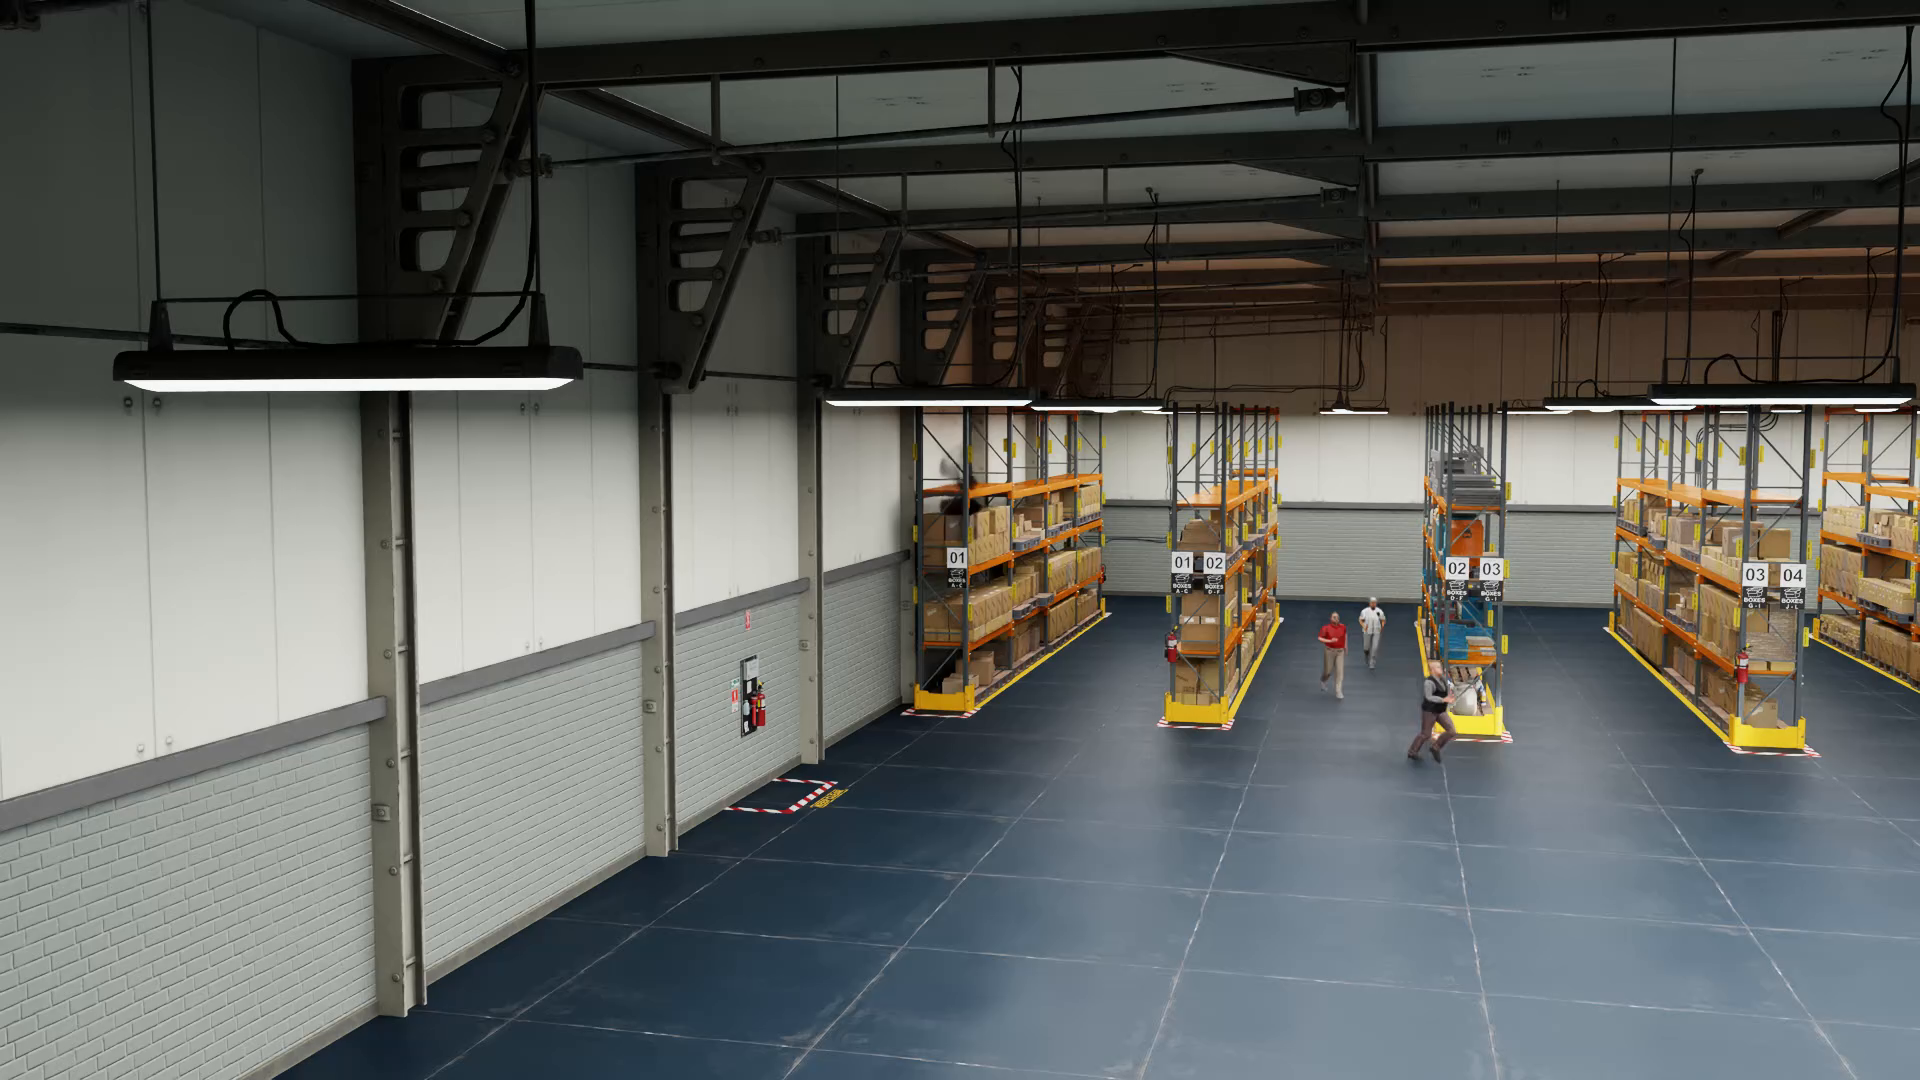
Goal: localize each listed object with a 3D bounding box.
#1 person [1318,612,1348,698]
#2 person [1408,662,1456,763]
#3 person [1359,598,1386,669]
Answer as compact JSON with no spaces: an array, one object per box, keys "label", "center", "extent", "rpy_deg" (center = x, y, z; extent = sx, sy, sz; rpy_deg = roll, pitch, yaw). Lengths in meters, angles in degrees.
[{"label":"person","center":[7.647,2.332,34.067],"extent":[0.681,1.712,0.926],"rpy_deg":[-1,4,-7]},{"label":"person","center":[7.832,2.836,27.404],"extent":[0.670,1.694,0.845],"rpy_deg":[-4,6,-40]},{"label":"person","center":[9.405,2.120,37.917],"extent":[0.595,1.609,0.560],"rpy_deg":[1,4,10]}]
